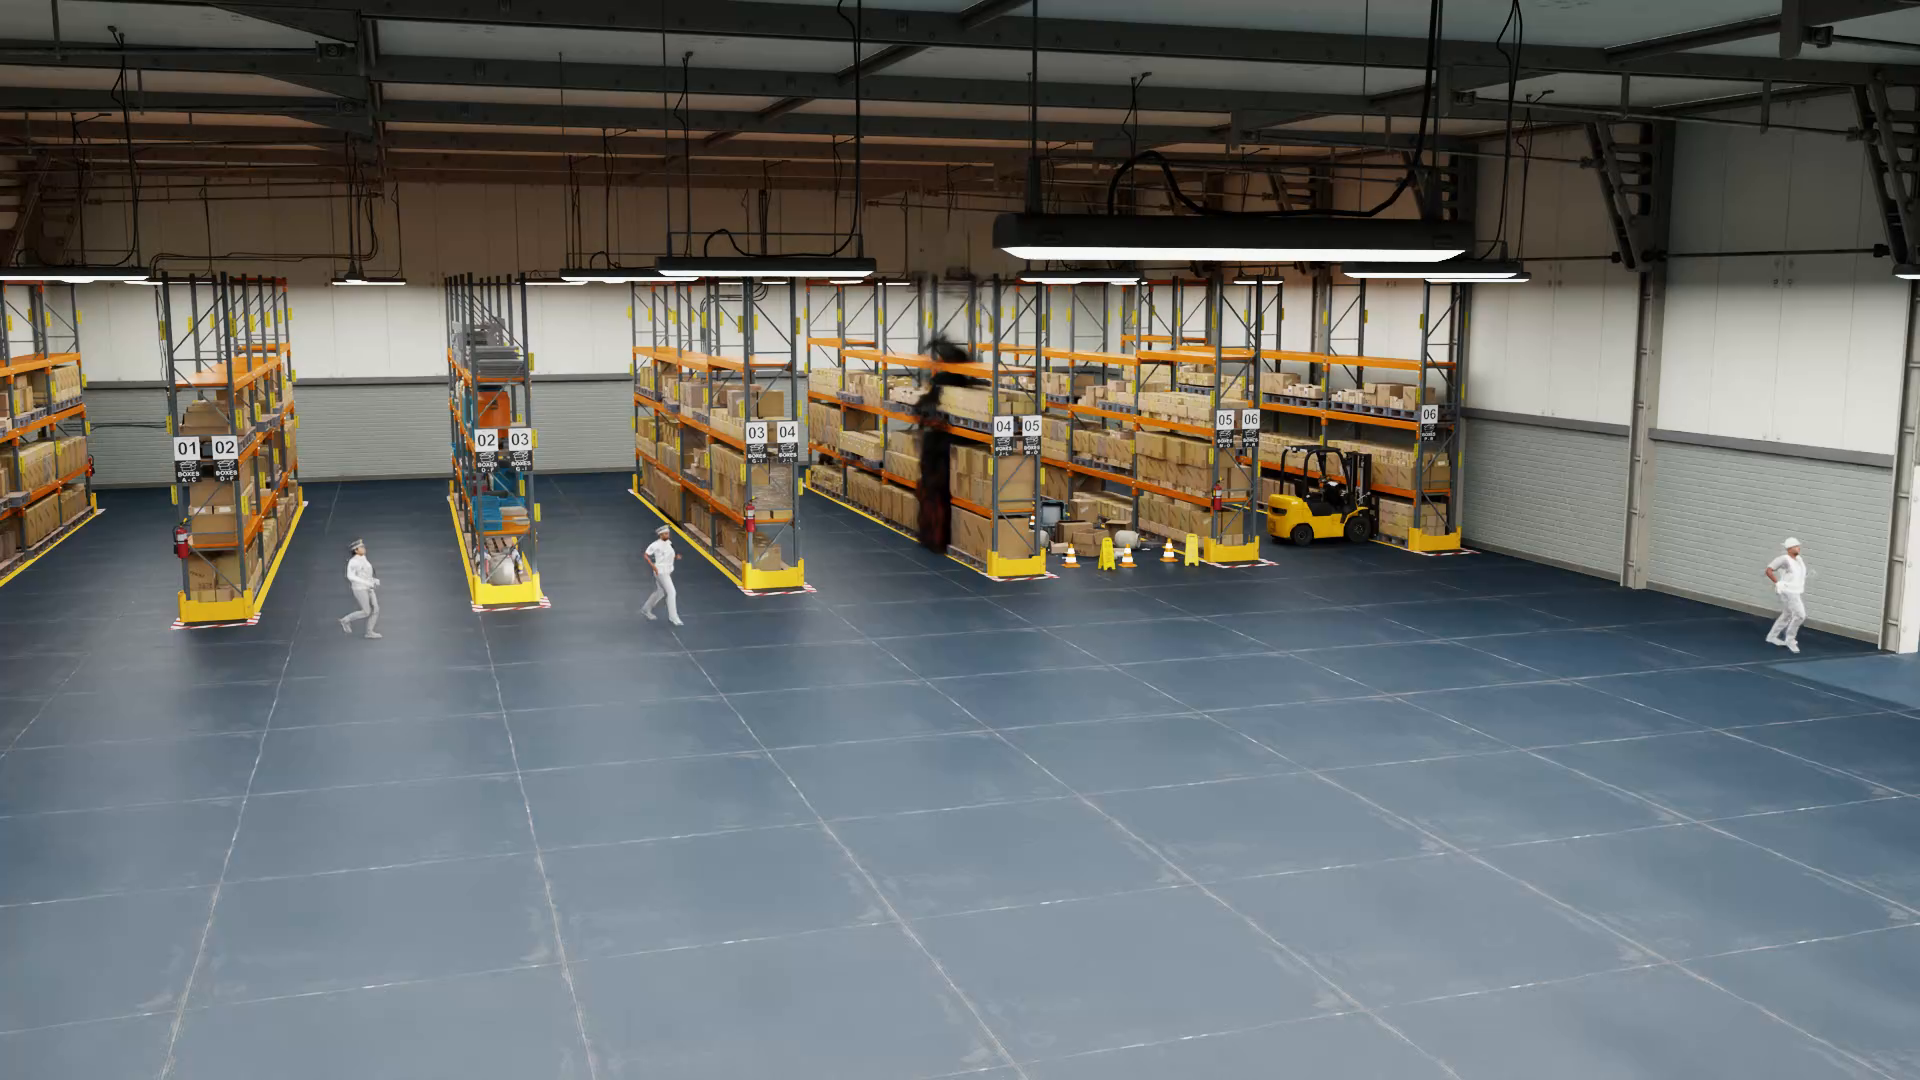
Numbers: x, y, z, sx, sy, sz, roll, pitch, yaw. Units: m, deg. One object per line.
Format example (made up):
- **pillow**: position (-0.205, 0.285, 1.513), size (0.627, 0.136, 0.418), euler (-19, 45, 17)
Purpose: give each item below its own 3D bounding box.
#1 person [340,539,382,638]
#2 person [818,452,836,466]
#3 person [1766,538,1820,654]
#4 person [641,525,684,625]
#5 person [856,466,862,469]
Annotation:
- **person**: position (-9.860, 0.796, 27.339), size (0.637, 1.649, 0.621), euler (1, 9, 5)
- **person**: position (-4.036, -2.658, 49.903), size (0.955, 1.714, 0.773), euler (4, 9, 24)
- **person**: position (13.200, 0.881, 26.388), size (0.655, 1.836, 0.718), euler (-8, 12, -43)
- **person**: position (-5.117, 0.596, 28.617), size (0.811, 1.733, 0.556), euler (2, 9, 15)
- **person**: position (-2.916, -2.647, 50.228), size (0.718, 1.720, 0.573), euler (-2, 9, -14)
